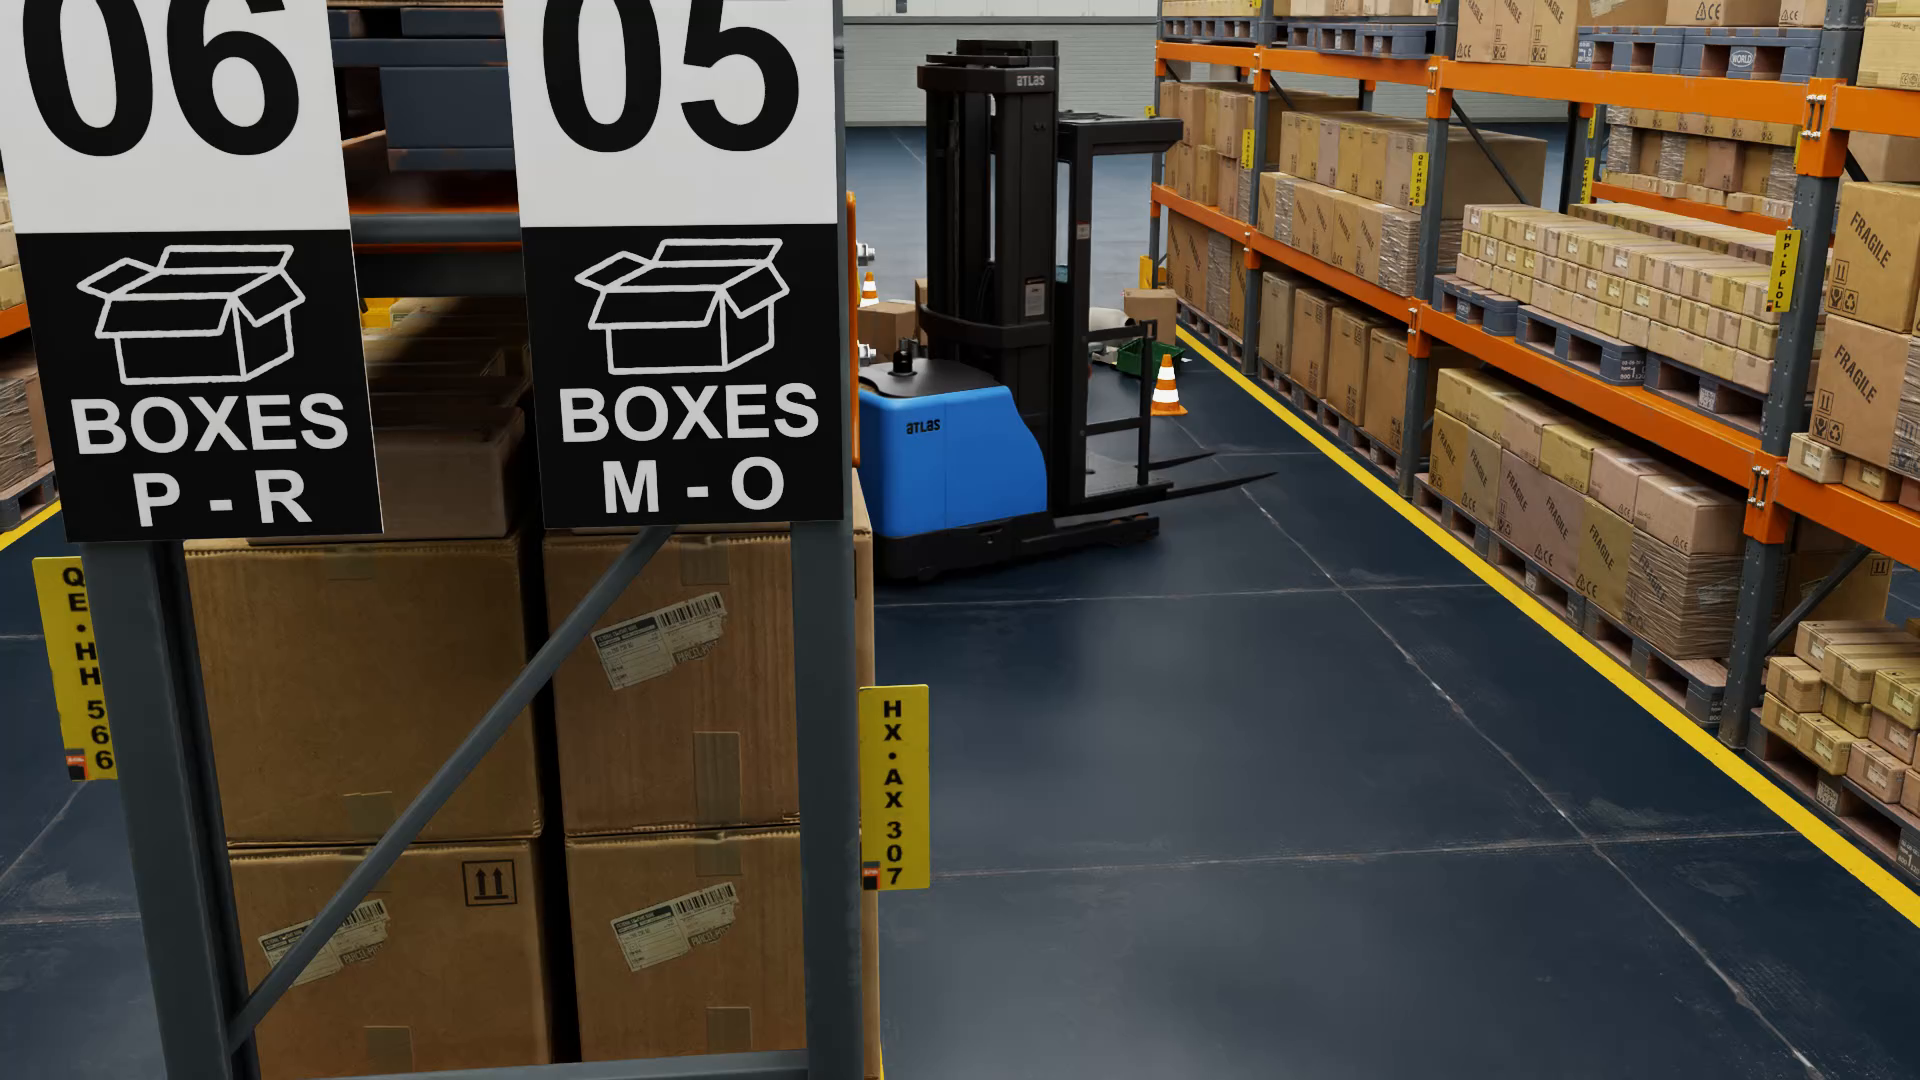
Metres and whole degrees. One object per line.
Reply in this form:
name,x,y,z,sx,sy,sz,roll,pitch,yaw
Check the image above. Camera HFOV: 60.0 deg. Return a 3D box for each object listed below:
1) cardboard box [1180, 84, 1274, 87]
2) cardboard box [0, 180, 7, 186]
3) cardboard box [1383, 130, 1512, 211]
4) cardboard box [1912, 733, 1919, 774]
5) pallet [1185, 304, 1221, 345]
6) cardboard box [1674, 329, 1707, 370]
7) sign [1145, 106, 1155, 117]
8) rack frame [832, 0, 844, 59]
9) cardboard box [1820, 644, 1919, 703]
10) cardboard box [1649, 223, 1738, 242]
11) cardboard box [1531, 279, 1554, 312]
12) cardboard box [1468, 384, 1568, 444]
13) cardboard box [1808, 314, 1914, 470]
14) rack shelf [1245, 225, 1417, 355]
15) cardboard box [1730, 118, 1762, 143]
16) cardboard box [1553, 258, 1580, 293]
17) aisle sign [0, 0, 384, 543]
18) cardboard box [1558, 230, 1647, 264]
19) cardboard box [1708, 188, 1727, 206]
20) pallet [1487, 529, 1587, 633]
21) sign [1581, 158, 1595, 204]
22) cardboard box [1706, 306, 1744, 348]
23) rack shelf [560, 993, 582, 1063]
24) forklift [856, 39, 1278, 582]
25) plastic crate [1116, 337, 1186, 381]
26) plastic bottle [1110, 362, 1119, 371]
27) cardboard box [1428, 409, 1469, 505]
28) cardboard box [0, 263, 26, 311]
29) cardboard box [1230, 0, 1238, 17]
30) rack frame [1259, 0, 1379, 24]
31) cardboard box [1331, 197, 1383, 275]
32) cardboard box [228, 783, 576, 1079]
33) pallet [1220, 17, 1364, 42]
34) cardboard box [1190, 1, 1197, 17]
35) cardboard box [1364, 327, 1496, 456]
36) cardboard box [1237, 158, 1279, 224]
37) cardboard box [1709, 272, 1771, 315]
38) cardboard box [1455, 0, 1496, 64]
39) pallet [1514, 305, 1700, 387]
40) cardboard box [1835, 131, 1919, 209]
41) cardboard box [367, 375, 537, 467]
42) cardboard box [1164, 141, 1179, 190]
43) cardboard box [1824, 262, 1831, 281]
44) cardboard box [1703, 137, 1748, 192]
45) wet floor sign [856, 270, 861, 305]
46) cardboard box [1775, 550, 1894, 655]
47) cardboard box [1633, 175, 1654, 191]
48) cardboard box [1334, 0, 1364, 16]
cardboard box,2.763,-4.433,17.236,0.875,0.550,0.550,-2,18,-6
cardboard box,-6.920,-2.454,11.736,0.380,0.149,0.250,-2,18,-6
cardboard box,3.350,-2.545,11.439,0.700,0.500,0.500,-2,18,-6
cardboard box,3.773,0.817,6.130,0.380,0.149,0.250,-3,18,-8
pallet,2.898,-2.190,16.801,1.003,0.211,1.213,-2,18,-6
cardboard box,3.564,-0.888,7.716,0.380,0.149,0.250,-2,18,-6
sign,2.063,-4.554,18.099,0.100,0.325,0.005,-2,18,-6
rack frame,-0.648,-2.031,1.623,1.000,3.000,0.127,-2,18,-6
cardboard box,3.652,0.525,6.562,0.380,0.149,0.250,-1,17,-3
cardboard box,4.048,-1.664,9.193,0.380,0.149,0.250,-2,18,-6
cardboard box,3.401,-1.356,9.208,0.380,0.149,0.250,-1,17,-4
cardboard box,3.323,-0.737,9.737,0.500,0.250,0.500,-2,18,-6
cardboard box,3.653,-0.578,6.347,0.500,0.500,0.500,-2,18,-7
rack shelf,3.234,-1.988,12.703,1.077,0.370,4.000,-2,18,-6
cardboard box,7.599,-3.991,15.550,0.500,0.500,0.500,-2,18,-6
cardboard box,3.425,-1.424,8.927,0.380,0.149,0.250,-2,18,-6
aisle sign,-0.949,-0.378,2.034,0.394,0.787,0.004,-2,18,-6
cardboard box,3.433,-1.565,8.878,0.380,0.149,0.250,-1,17,-4
cardboard box,7.578,-3.359,16.289,0.380,0.149,0.250,-2,18,-6
pallet,3.642,0.190,9.218,1.003,0.211,1.213,-2,18,-6
sign,3.979,-2.270,10.598,0.100,0.325,0.005,-2,18,-6
cardboard box,3.587,-0.957,7.439,0.380,0.149,0.250,-2,18,-5
rack shelf,-0.854,0.578,4.528,1.077,0.370,4.000,-2,18,-6
forklift,0.619,-1.475,9.982,3.031,2.935,1.130,-11,20,-30
plastic crate,1.707,-1.624,14.942,0.450,0.188,0.662,18,23,19
plastic bottle,1.498,-1.561,15.047,0.133,0.061,0.283,-12,21,-34
cardboard box,3.260,-0.525,10.312,0.500,0.500,0.500,-3,18,-8
cardboard box,-6.259,-1.616,10.567,0.500,0.250,0.500,-2,18,-7
cardboard box,2.618,-4.737,14.802,0.380,0.149,0.250,-2,17,-5
rack frame,3.028,-5.789,13.594,1.000,3.000,0.127,-2,18,-6
cardboard box,3.025,-2.207,12.031,0.500,0.500,0.500,-2,18,-7
cardboard box,-0.961,0.648,2.939,0.500,0.500,0.500,-2,18,-5
pallet,2.954,-4.560,14.835,1.003,0.211,1.213,-2,18,-6
cardboard box,2.462,-5.190,16.245,0.380,0.149,0.250,-2,18,-6
cardboard box,3.467,-1.047,11.558,1.050,0.750,0.750,-2,18,-6
cardboard box,2.978,-3.108,14.820,0.875,0.550,0.550,-2,18,-6
cardboard box,3.589,-1.102,7.403,0.380,0.149,0.250,-2,18,-7
cardboard box,3.235,-3.036,9.665,0.500,0.500,0.500,-2,18,-6
pallet,3.685,-1.055,8.851,1.003,0.211,1.213,-2,18,-6
cardboard box,7.914,-3.296,13.965,1.000,1.000,1.000,-2,18,-5
cardboard box,-0.934,-0.179,2.820,0.380,0.149,0.250,-1,17,-5
cardboard box,2.699,-4.081,17.919,0.875,0.550,0.550,-2,18,-6
cardboard box,4.211,-1.199,7.713,0.380,0.149,0.250,-2,18,-5
cardboard box,7.819,-3.672,16.201,0.875,0.500,0.500,-2,18,-6
wet floor sign,-1.253,-2.902,18.344,0.267,0.644,0.232,4,18,13
cardboard box,4.041,0.220,7.940,0.500,0.500,0.500,-1,17,-3
cardboard box,7.415,-3.806,17.712,0.380,0.149,0.250,-2,18,-6
cardboard box,2.983,-3.972,11.777,0.500,0.500,0.500,-2,18,-6
